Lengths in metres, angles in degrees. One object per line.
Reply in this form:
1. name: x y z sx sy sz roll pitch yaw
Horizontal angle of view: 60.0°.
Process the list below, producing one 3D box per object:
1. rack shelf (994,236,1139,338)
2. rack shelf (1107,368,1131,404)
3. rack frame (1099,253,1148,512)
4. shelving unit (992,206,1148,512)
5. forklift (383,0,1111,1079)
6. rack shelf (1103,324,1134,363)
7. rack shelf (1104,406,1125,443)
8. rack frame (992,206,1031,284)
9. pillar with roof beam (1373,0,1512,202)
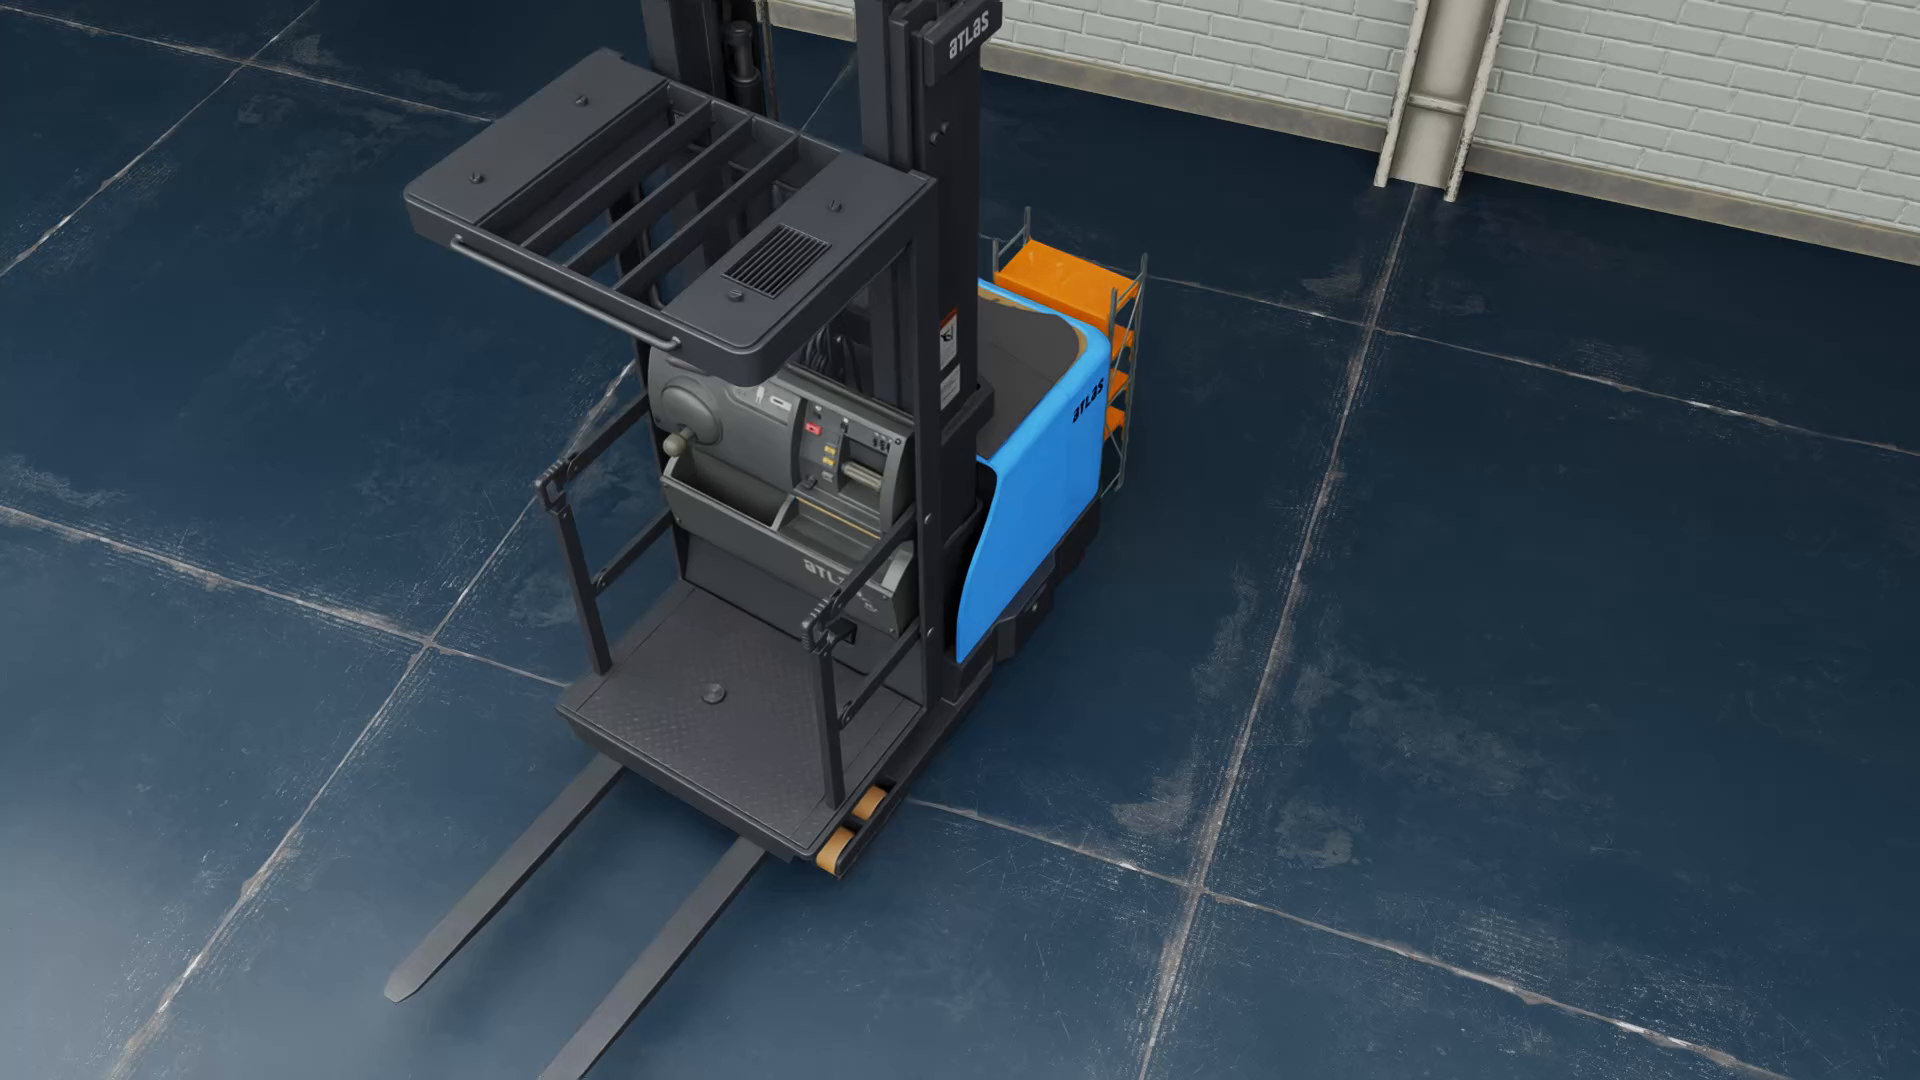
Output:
1. rack shelf: 0.393 -0.908 6.090 0.480 0.148 0.258 26 54 21
2. rack shelf: 0.393 -0.607 6.437 0.480 0.148 0.258 26 54 21
3. rack frame: 0.598 -0.551 6.300 0.015 1.200 0.240 26 54 21
4. shelving unit: 0.393 -0.651 6.386 0.503 1.200 0.258 26 54 21
5. forklift: -0.675 -0.243 4.887 1.130 2.935 3.031 26 54 21
6. rack shelf: 0.393 -0.753 6.268 0.480 0.148 0.258 26 54 21
7. rack shelf: 0.393 -0.477 6.587 0.480 0.148 0.258 26 54 21
8. rack frame: 0.188 -0.751 6.473 0.015 1.200 0.240 26 54 21
9. pillar with roof beam: 0.765 -1.687 2.124 0.400 9.000 9.100 16 51 13
